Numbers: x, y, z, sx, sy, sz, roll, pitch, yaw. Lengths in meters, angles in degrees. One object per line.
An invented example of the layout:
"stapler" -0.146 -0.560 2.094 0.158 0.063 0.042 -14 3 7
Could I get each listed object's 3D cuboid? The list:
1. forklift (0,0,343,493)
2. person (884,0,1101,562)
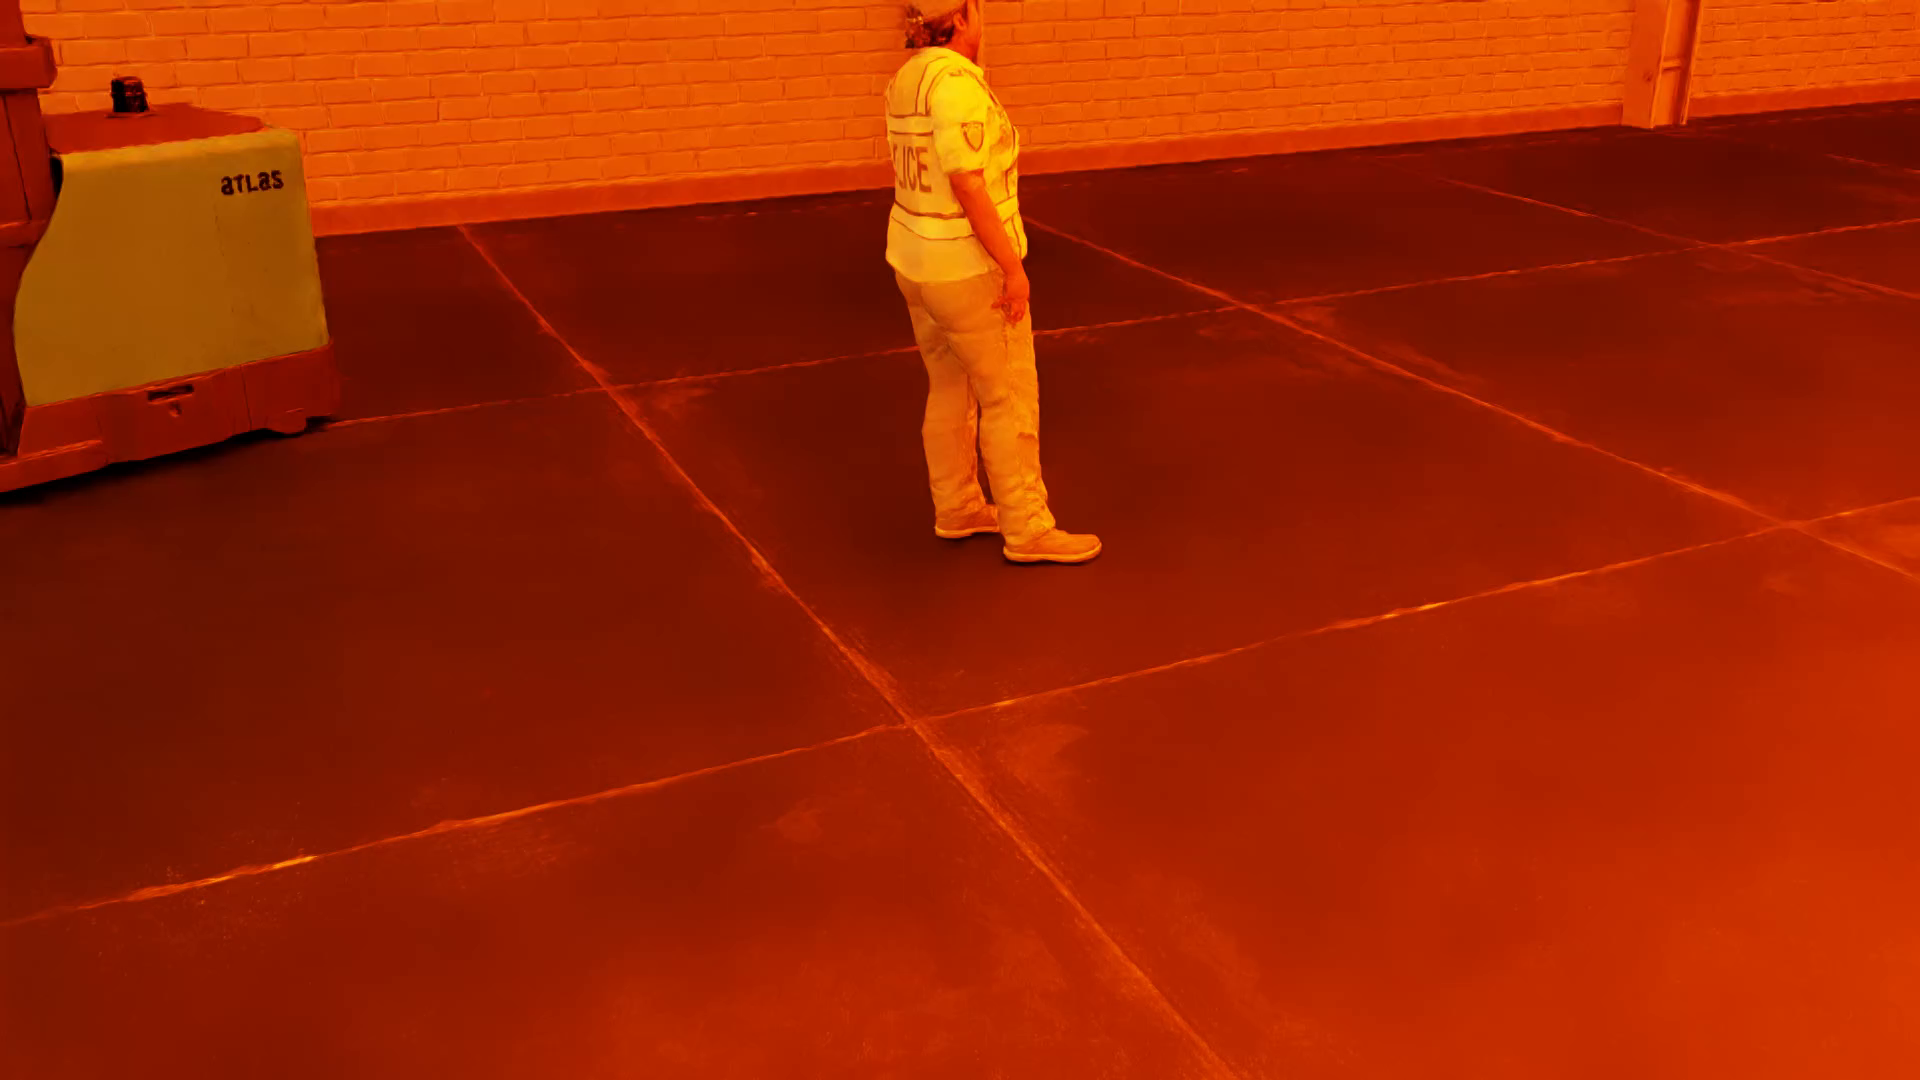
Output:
"forklift" -3.660 -1.503 4.905 1.130 2.935 3.031 21 30 41
"person" 0.079 -0.781 4.795 0.529 1.669 0.598 -10 25 -23
